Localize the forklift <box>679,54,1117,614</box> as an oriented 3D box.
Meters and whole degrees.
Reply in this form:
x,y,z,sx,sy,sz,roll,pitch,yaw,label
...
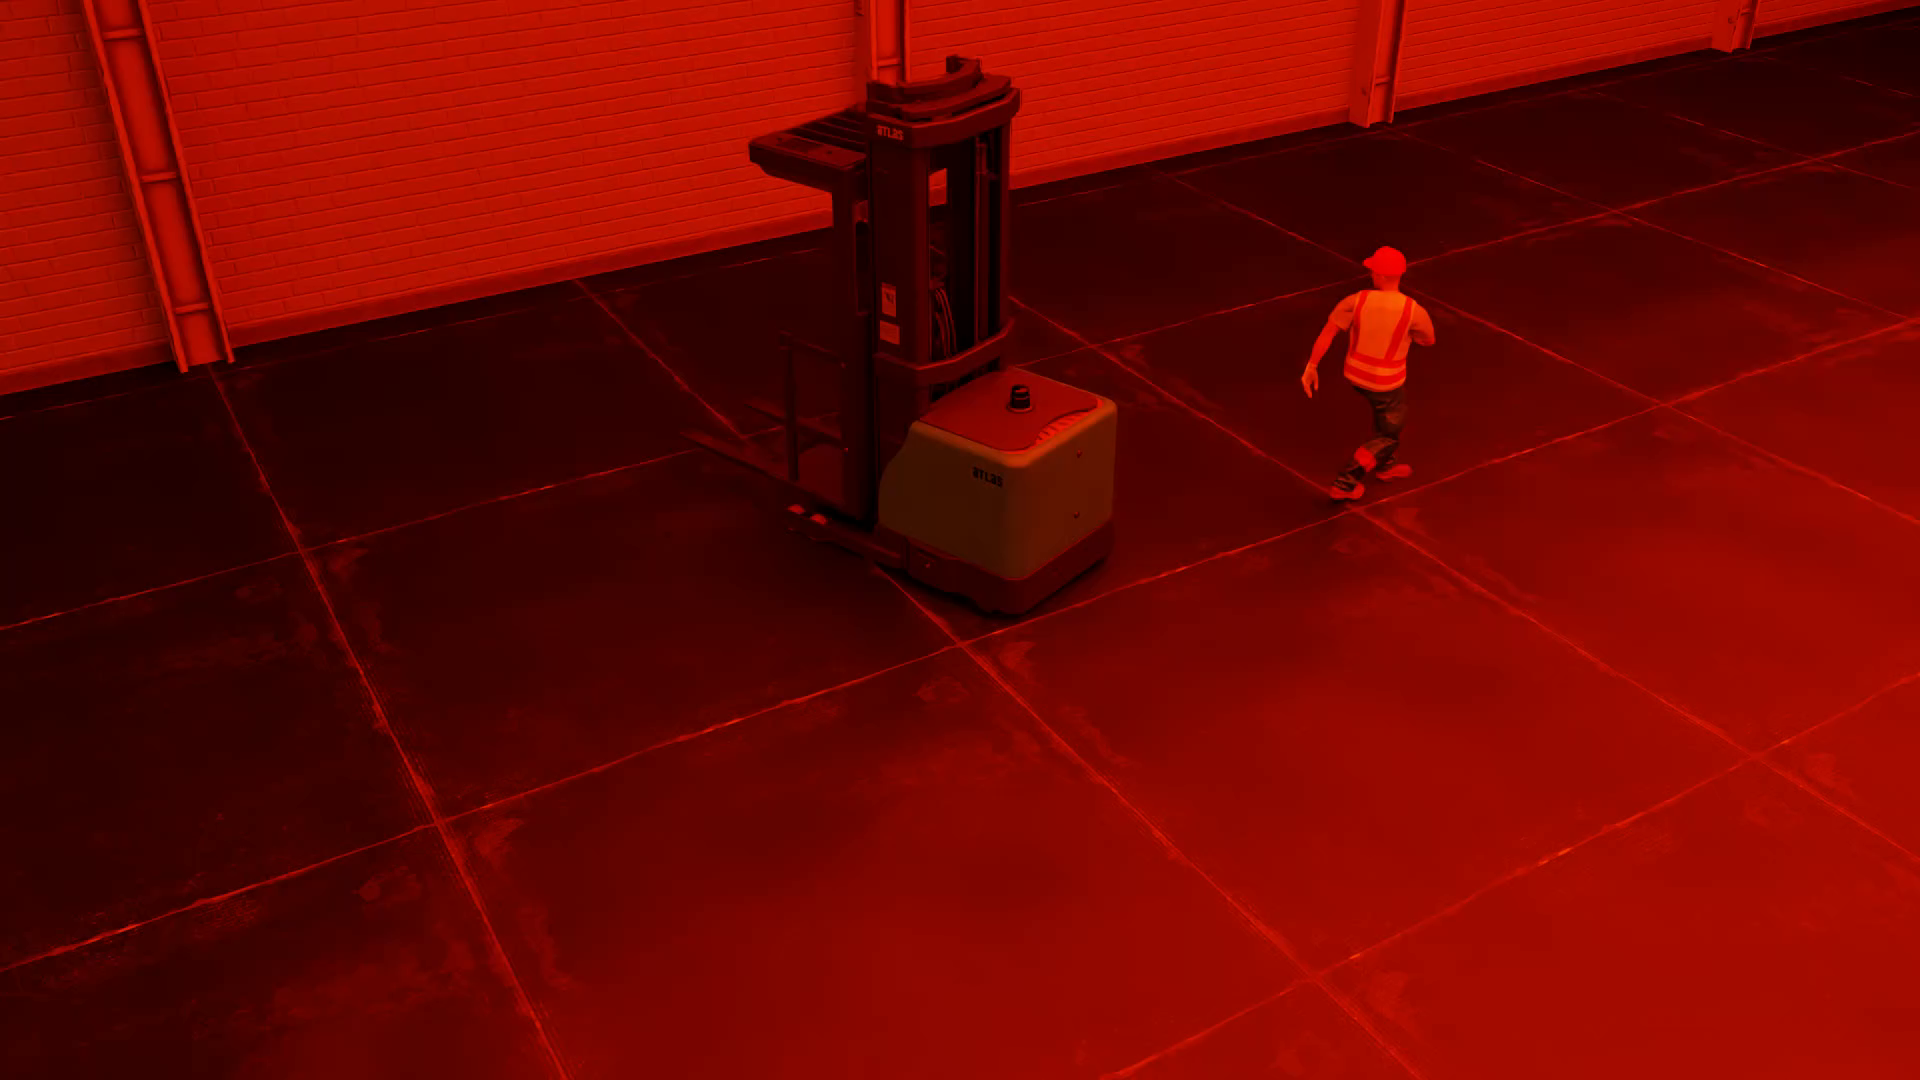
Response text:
x,y,z,sx,sy,sz,roll,pitch,yaw,label
-0.523,-1.439,10.050,3.031,2.935,1.130,22,38,33,forklift

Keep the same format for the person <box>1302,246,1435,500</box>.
x,y,z,sx,sy,sz,roll,pitch,yaw,label
2.669,-1.065,10.660,0.933,1.698,0.569,-25,39,-36,person
